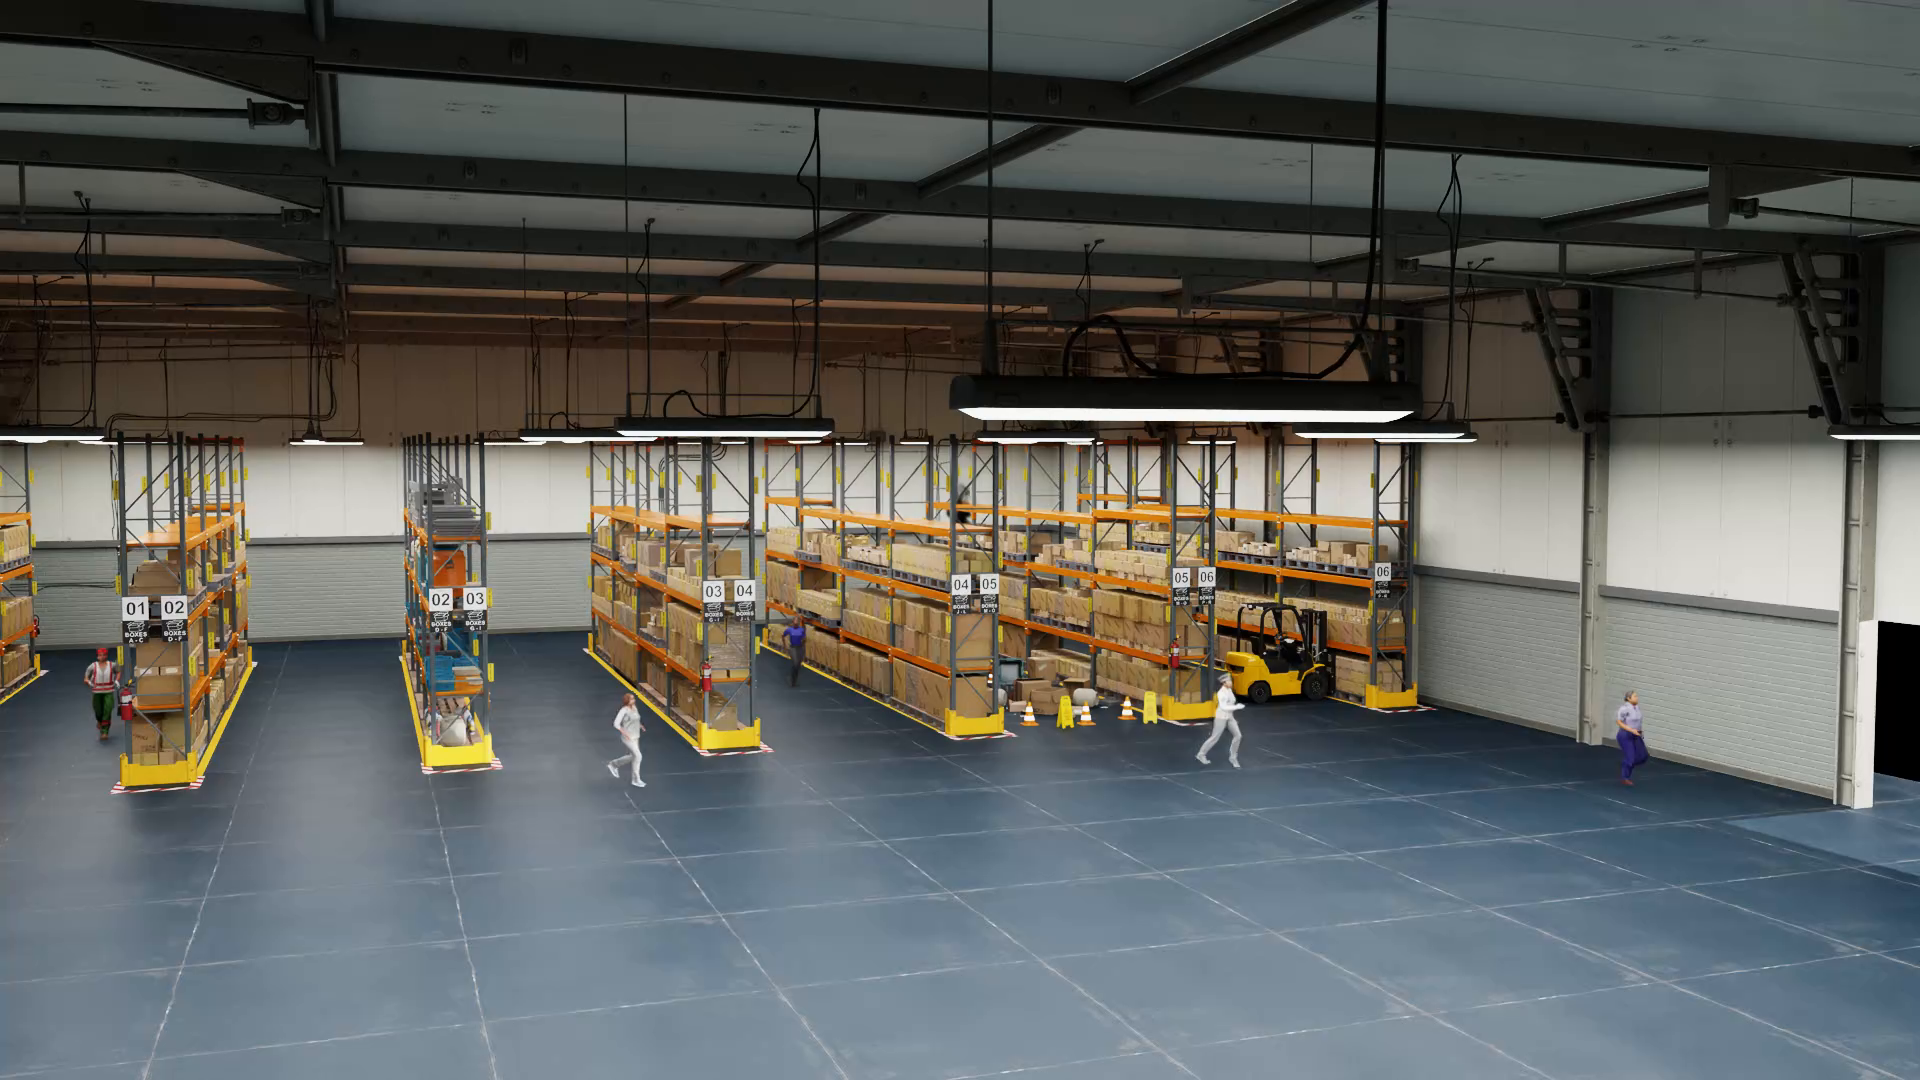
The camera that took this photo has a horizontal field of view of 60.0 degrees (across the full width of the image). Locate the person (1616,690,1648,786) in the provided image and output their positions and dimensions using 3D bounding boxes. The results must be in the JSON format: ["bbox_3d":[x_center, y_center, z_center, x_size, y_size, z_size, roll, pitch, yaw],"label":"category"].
[{"bbox_3d":[11.376,3.356,28.224,0.609,1.612,0.546,-2,4,-35],"label":"person"}]

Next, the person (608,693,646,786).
[{"bbox_3d":[-5.648,3.362,28.221,0.687,1.557,0.533,1,3,15],"label":"person"}]

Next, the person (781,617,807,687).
[{"bbox_3d":[-3.945,2.692,39.929,0.543,1.701,0.713,-2,4,-29],"label":"person"}]

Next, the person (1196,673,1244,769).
[{"bbox_3d":[4.694,3.232,29.771,0.872,1.732,0.621,2,4,31],"label":"person"}]

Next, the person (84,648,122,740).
[{"bbox_3d":[-16.857,3.006,32.731,0.658,1.768,0.971,-2,4,-28],"label":"person"}]
